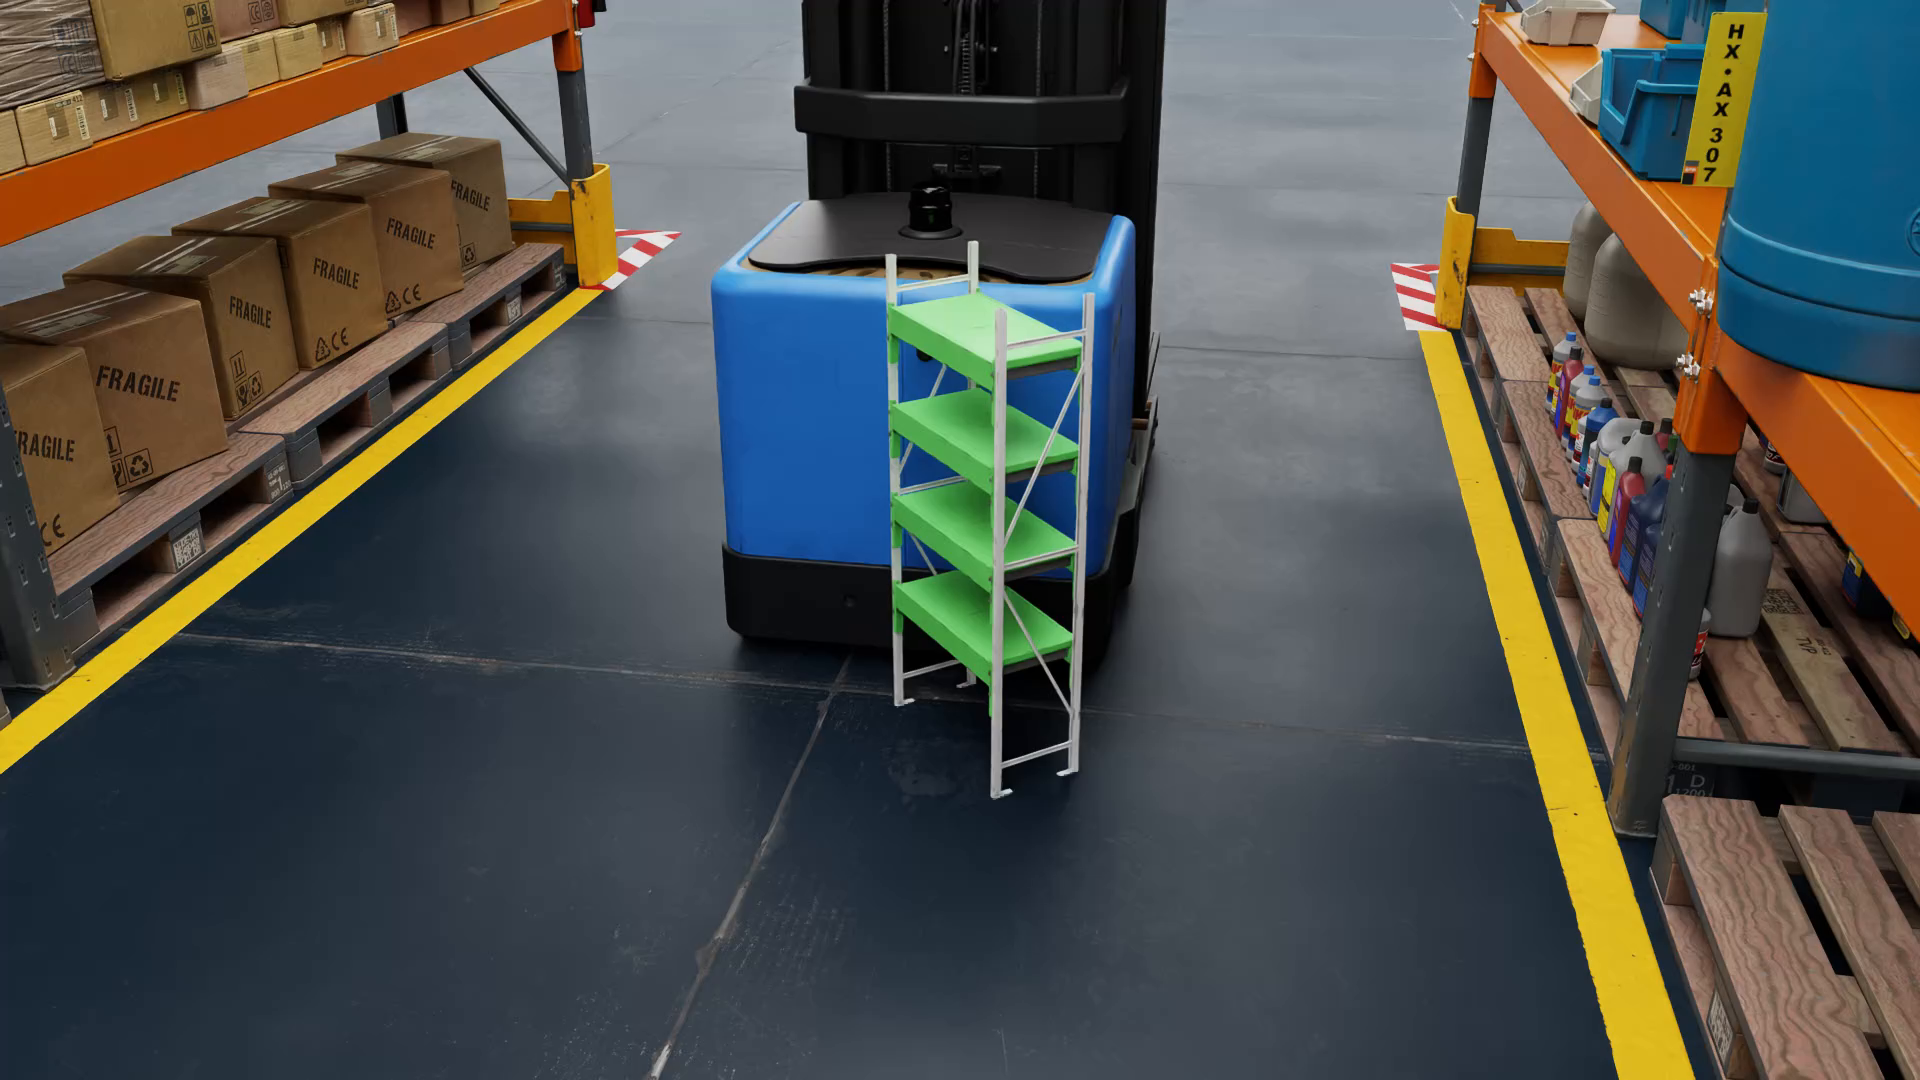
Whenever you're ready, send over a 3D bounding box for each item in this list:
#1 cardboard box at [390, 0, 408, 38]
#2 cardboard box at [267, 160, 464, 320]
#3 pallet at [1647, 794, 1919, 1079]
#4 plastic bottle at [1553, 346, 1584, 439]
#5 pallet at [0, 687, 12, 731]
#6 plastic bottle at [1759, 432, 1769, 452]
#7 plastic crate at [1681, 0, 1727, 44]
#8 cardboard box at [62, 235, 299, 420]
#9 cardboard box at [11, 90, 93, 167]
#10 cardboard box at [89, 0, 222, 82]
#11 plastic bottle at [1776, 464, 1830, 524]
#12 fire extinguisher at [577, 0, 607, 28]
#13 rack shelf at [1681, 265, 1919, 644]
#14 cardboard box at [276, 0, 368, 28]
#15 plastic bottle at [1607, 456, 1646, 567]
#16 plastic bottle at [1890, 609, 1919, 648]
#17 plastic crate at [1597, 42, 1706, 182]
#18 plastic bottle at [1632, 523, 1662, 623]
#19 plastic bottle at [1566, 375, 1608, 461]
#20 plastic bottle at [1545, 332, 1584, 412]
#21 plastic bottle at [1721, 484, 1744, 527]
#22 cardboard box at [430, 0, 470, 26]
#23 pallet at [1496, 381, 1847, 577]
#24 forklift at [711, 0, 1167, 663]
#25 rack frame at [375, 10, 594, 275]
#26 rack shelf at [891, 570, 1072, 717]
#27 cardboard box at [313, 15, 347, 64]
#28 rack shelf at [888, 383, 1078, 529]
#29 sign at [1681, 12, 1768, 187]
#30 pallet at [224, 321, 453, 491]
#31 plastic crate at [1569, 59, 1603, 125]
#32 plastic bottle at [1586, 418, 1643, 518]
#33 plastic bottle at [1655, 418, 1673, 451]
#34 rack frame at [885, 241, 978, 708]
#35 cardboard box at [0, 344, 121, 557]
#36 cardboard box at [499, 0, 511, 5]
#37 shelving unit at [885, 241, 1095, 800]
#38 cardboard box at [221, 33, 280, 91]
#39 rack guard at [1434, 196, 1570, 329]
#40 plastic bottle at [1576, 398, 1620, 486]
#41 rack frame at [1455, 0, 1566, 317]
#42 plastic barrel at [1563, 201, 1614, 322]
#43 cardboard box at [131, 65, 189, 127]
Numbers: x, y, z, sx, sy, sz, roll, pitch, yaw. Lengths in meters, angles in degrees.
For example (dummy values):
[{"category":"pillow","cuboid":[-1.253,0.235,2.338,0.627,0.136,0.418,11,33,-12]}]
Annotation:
[{"category":"cardboard box","cuboid":[-2.265,-1.914,6.098,0.380,0.149,0.250,4,25,9]},{"category":"cardboard box","cuboid":[-2.416,-1.231,6.796,0.500,0.500,0.500,11,27,22]},{"category":"pallet","cuboid":[1.909,0.924,3.026,1.003,0.211,1.213,4,25,9]},{"category":"plastic bottle","cuboid":[1.994,-0.481,5.425,0.061,0.283,0.133,4,25,9]},{"category":"pallet","cuboid":[-3.013,0.576,3.771,1.003,0.211,1.213,4,25,9]},{"category":"plastic bottle","cuboid":[2.612,-0.417,5.287,0.061,0.283,0.133,4,25,9]},{"category":"plastic crate","cuboid":[2.754,-1.774,5.677,0.499,0.251,0.408,4,25,9]},{"category":"cardboard box","cuboid":[-2.672,-0.741,5.747,0.500,0.500,0.500,2,25,4]},{"category":"cardboard box","cuboid":[-2.502,-1.072,4.298,0.380,0.149,0.250,4,25,9]},{"category":"cardboard box","cuboid":[-2.636,-1.583,4.626,0.875,0.500,0.500,4,25,9]},{"category":"plastic bottle","cuboid":[2.490,-0.201,4.834,0.152,0.276,0.135,4,25,9]},{"category":"fire extinguisher","cuboid":[-1.760,-2.667,7.500,0.296,0.674,0.183,4,25,9]},{"category":"rack shelf","cuboid":[1.672,0.493,1.508,1.077,0.370,4.000,4,25,9]},{"category":"cardboard box","cuboid":[-2.531,-2.006,5.528,0.875,0.500,0.500,4,25,9]},{"category":"plastic bottle","cuboid":[1.837,-0.079,4.566,0.061,0.283,0.133,6,26,12]},{"category":"plastic bottle","cuboid":[2.404,0.114,4.153,0.061,0.283,0.133,4,25,9]},{"category":"plastic crate","cuboid":[1.912,-1.084,4.203,0.499,0.251,0.616,4,25,9]},{"category":"plastic bottle","cuboid":[1.820,0.042,4.229,0.144,0.351,0.185,3,25,7]},{"category":"plastic bottle","cuboid":[1.977,-0.384,5.232,0.097,0.271,0.097,0,25,0]},{"category":"plastic bottle","cuboid":[2.049,-0.569,5.628,0.097,0.271,0.097,0,25,0]},{"category":"plastic bottle","cuboid":[2.002,-0.005,4.416,0.152,0.276,0.135,4,25,9]},{"category":"cardboard box","cuboid":[-2.164,-2.122,6.542,0.380,0.149,0.250,4,25,9]},{"category":"pallet","cuboid":[2.347,-0.196,5.421,1.003,0.211,1.213,4,25,9]},{"category":"forklift","cuboid":[0.110,-1.601,5.213,1.130,2.935,3.031,4,25,9]},{"category":"rack frame","cuboid":[-2.234,-2.686,7.449,1.000,3.000,0.127,4,25,9]},{"category":"rack shelf","cuboid":[0.058,0.229,4.062,0.258,0.148,0.480,-14,28,-27]},{"category":"cardboard box","cuboid":[-2.327,-1.704,5.649,0.380,0.149,0.250,4,25,9]},{"category":"rack shelf","cuboid":[0.058,-0.206,3.858,0.258,0.148,0.480,-14,28,-27]},{"category":"sign","cuboid":[1.458,-0.838,3.175,0.100,0.325,0.005,4,25,9]},{"category":"pallet","cuboid":[-2.615,-0.545,6.165,1.003,0.211,1.213,4,25,9]},{"category":"plastic crate","cuboid":[2.015,-1.247,4.686,0.530,0.136,0.437,4,25,9]},{"category":"plastic bottle","cuboid":[1.935,-0.208,4.849,0.152,0.276,0.135,4,25,9]},{"category":"plastic bottle","cuboid":[2.040,-0.204,4.832,0.061,0.283,0.133,4,25,9]},{"category":"rack frame","cuboid":[-0.064,-0.136,4.124,0.240,1.200,0.015,-14,28,-27]},{"category":"cardboard box","cuboid":[-2.782,-0.235,4.668,0.500,0.500,0.500,3,25,7]},{"category":"cardboard box","cuboid":[-2.118,-2.334,6.994,0.380,0.149,0.250,4,25,9]},{"category":"shelving unit","cuboid":[0.058,-0.046,3.933,0.258,1.200,0.503,-14,28,-27]},{"category":"cardboard box","cuboid":[-2.375,-1.493,5.197,0.380,0.149,0.250,4,25,9]},{"category":"rack guard","cuboid":[2.687,-1.175,7.171,1.175,0.500,0.348,4,25,9]},{"category":"plastic bottle","cuboid":[1.944,-0.299,5.051,0.097,0.271,0.097,0,25,0]},{"category":"rack frame","cuboid":[2.653,-2.343,6.716,1.000,3.000,0.127,4,25,9]},{"category":"plastic barrel","cuboid":[2.621,-1.125,6.555,0.421,0.512,0.421,0,25,0]},{"category":"cardboard box","cuboid":[-2.457,-1.283,4.750,0.380,0.149,0.250,4,25,9]}]
